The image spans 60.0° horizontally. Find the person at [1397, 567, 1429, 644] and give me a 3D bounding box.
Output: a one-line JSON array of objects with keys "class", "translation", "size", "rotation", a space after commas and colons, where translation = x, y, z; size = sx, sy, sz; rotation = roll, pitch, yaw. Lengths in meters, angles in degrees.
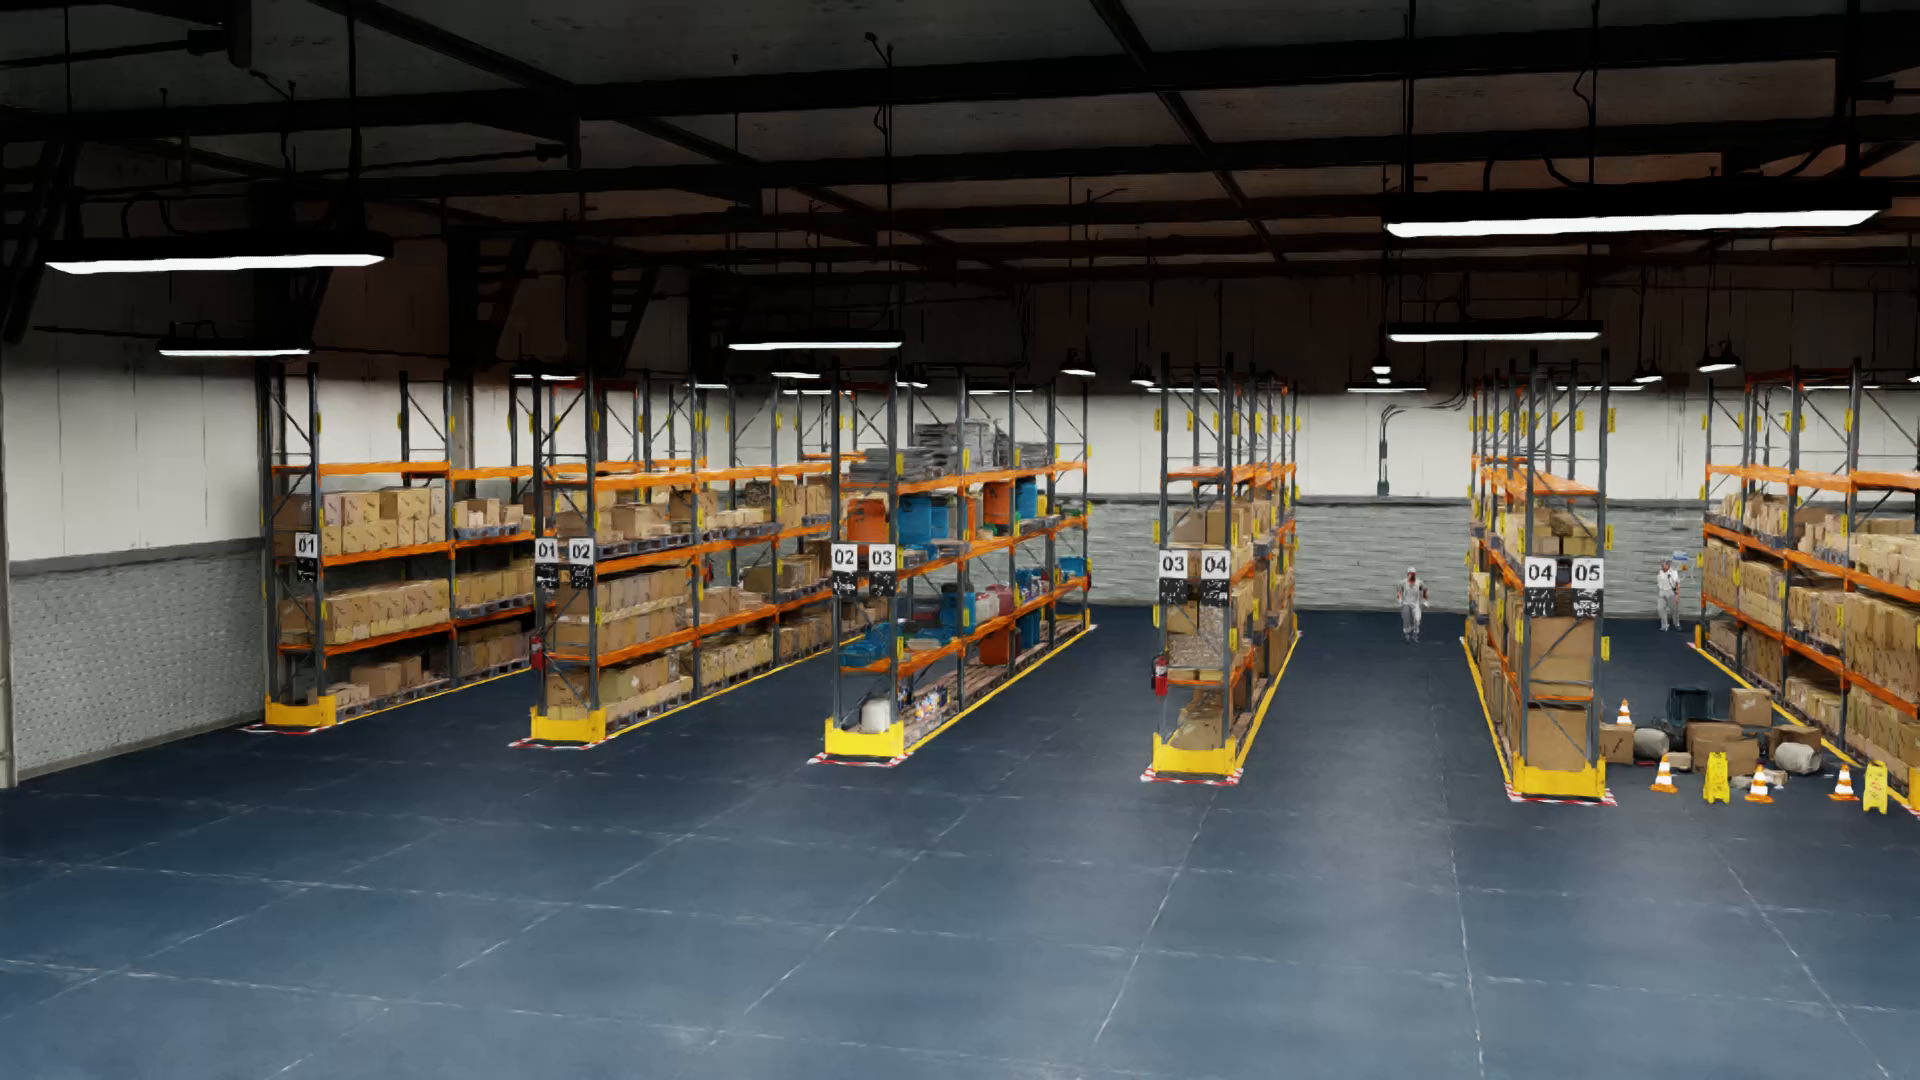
[{"class": "person", "translation": [10.286, 1.476, 37.796], "size": [0.713, 1.749, 0.683], "rotation": [1, 4, 18]}]

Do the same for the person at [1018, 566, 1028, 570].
[{"class": "person", "translation": [1.516, 1.420, 39.176], "size": [0.507, 1.639, 0.883], "rotation": [2, 5, 31]}]

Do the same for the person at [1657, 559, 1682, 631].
[{"class": "person", "translation": [17.126, 1.314, 40.135], "size": [0.585, 1.746, 0.577], "rotation": [-3, 5, -38]}]

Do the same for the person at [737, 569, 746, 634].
[{"class": "person", "translation": [-4.954, 1.500, 37.770], "size": [0.497, 1.677, 0.462], "rotation": [-4, 6, -44]}]
